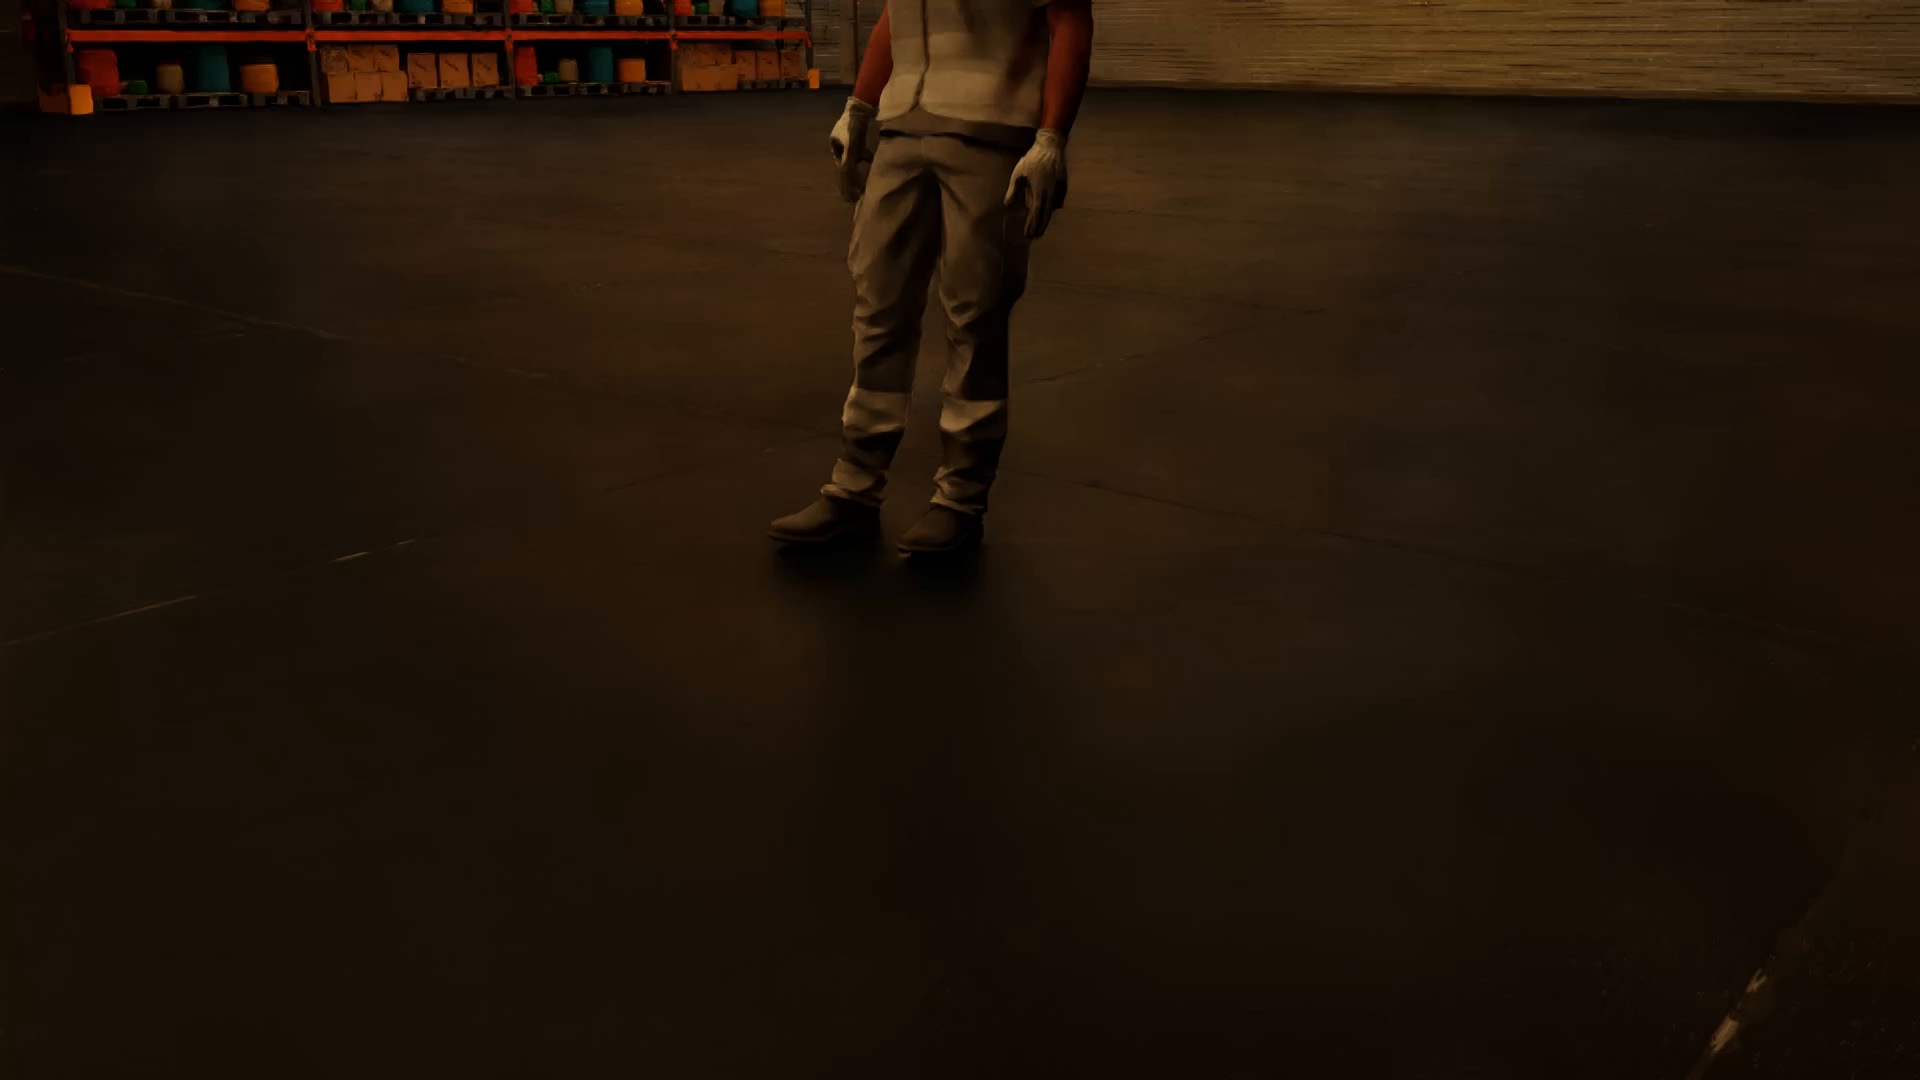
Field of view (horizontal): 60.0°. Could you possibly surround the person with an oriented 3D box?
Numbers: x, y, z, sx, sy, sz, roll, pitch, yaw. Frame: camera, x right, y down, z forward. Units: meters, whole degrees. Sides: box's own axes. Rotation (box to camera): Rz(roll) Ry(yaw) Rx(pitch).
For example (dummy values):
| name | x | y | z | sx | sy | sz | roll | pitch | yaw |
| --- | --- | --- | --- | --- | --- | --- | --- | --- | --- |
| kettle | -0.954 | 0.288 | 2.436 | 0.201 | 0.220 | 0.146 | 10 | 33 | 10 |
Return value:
| name | x | y | z | sx | sy | sz | roll | pitch | yaw |
| --- | --- | --- | --- | --- | --- | --- | --- | --- | --- |
| person | -0.060 | -0.847 | 3.627 | 0.637 | 1.787 | 0.563 | 13 | 21 | 37 |
